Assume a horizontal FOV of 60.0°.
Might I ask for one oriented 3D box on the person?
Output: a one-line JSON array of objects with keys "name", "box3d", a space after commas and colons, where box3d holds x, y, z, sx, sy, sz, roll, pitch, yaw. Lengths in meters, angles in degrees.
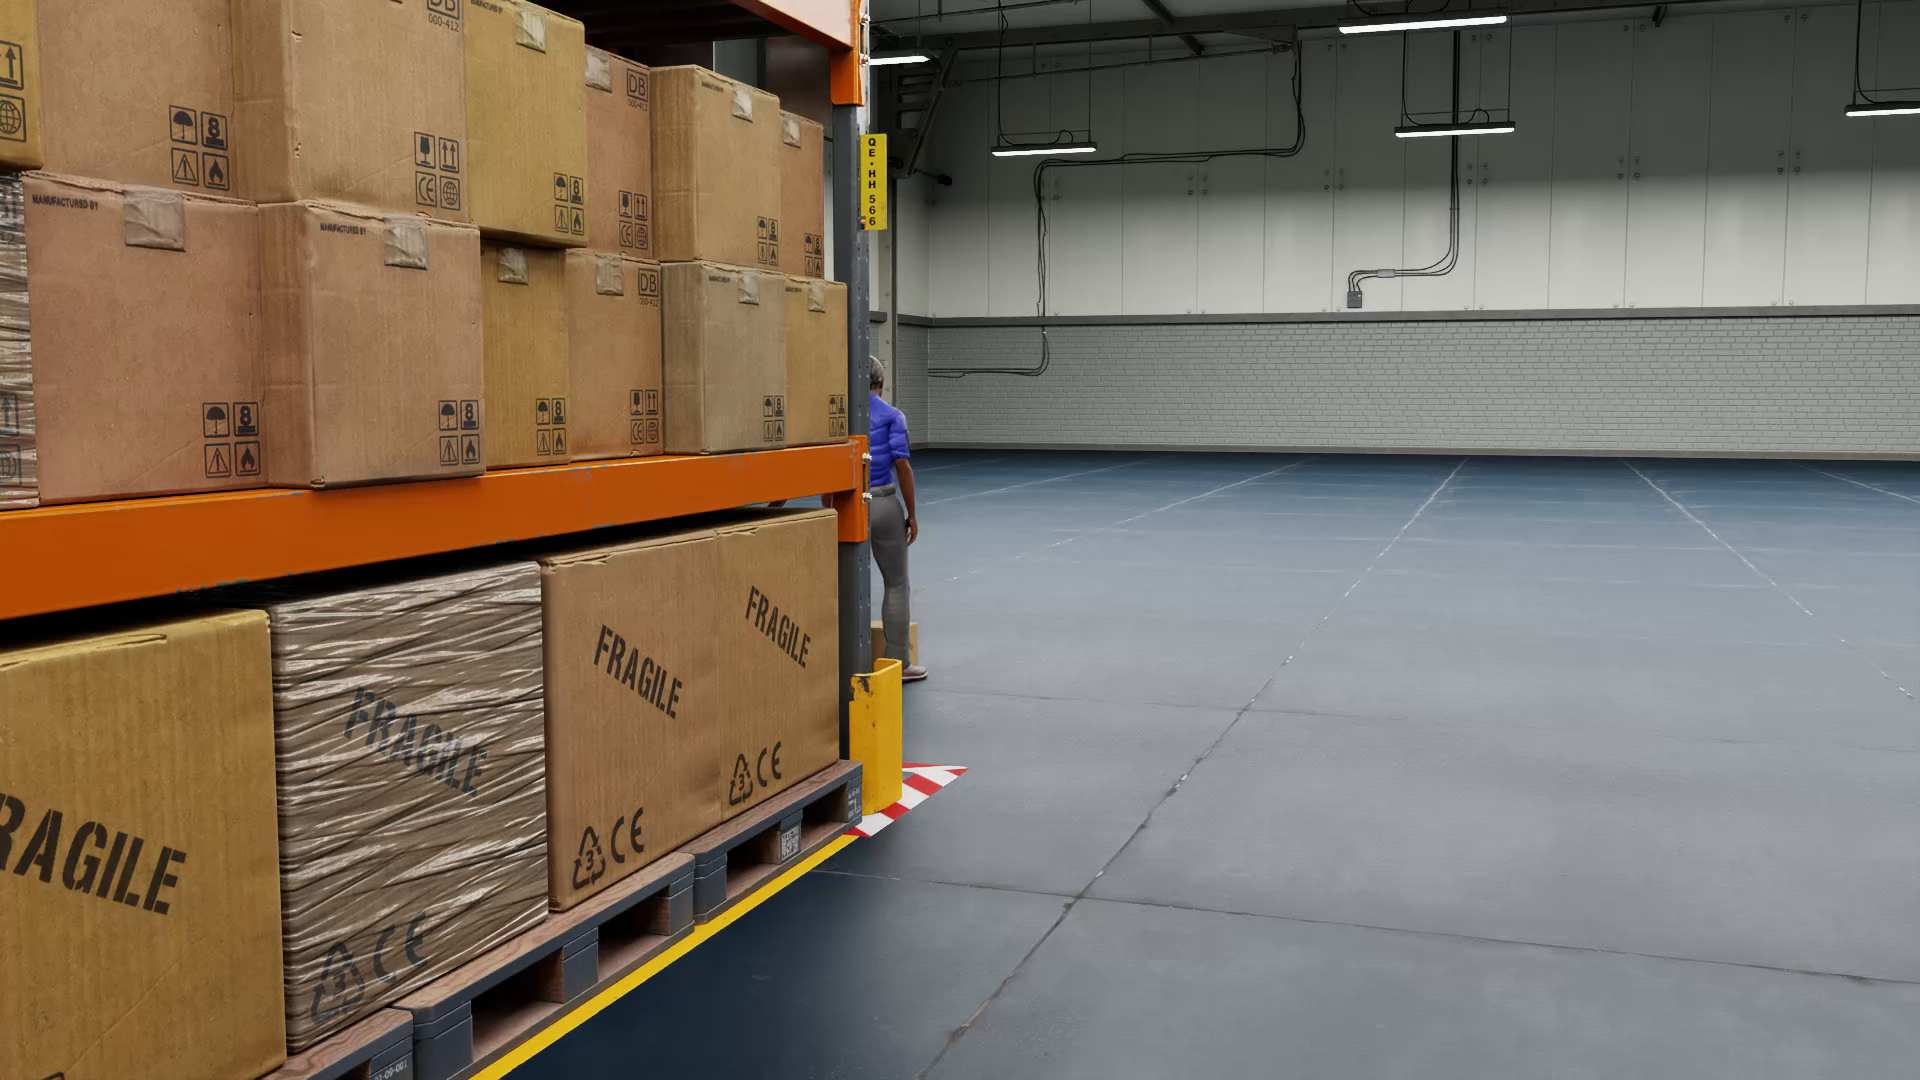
[{"name": "person", "box3d": [-0.450, -0.110, 8.454, 0.532, 1.655, 0.348, 1, 6, 15]}]
